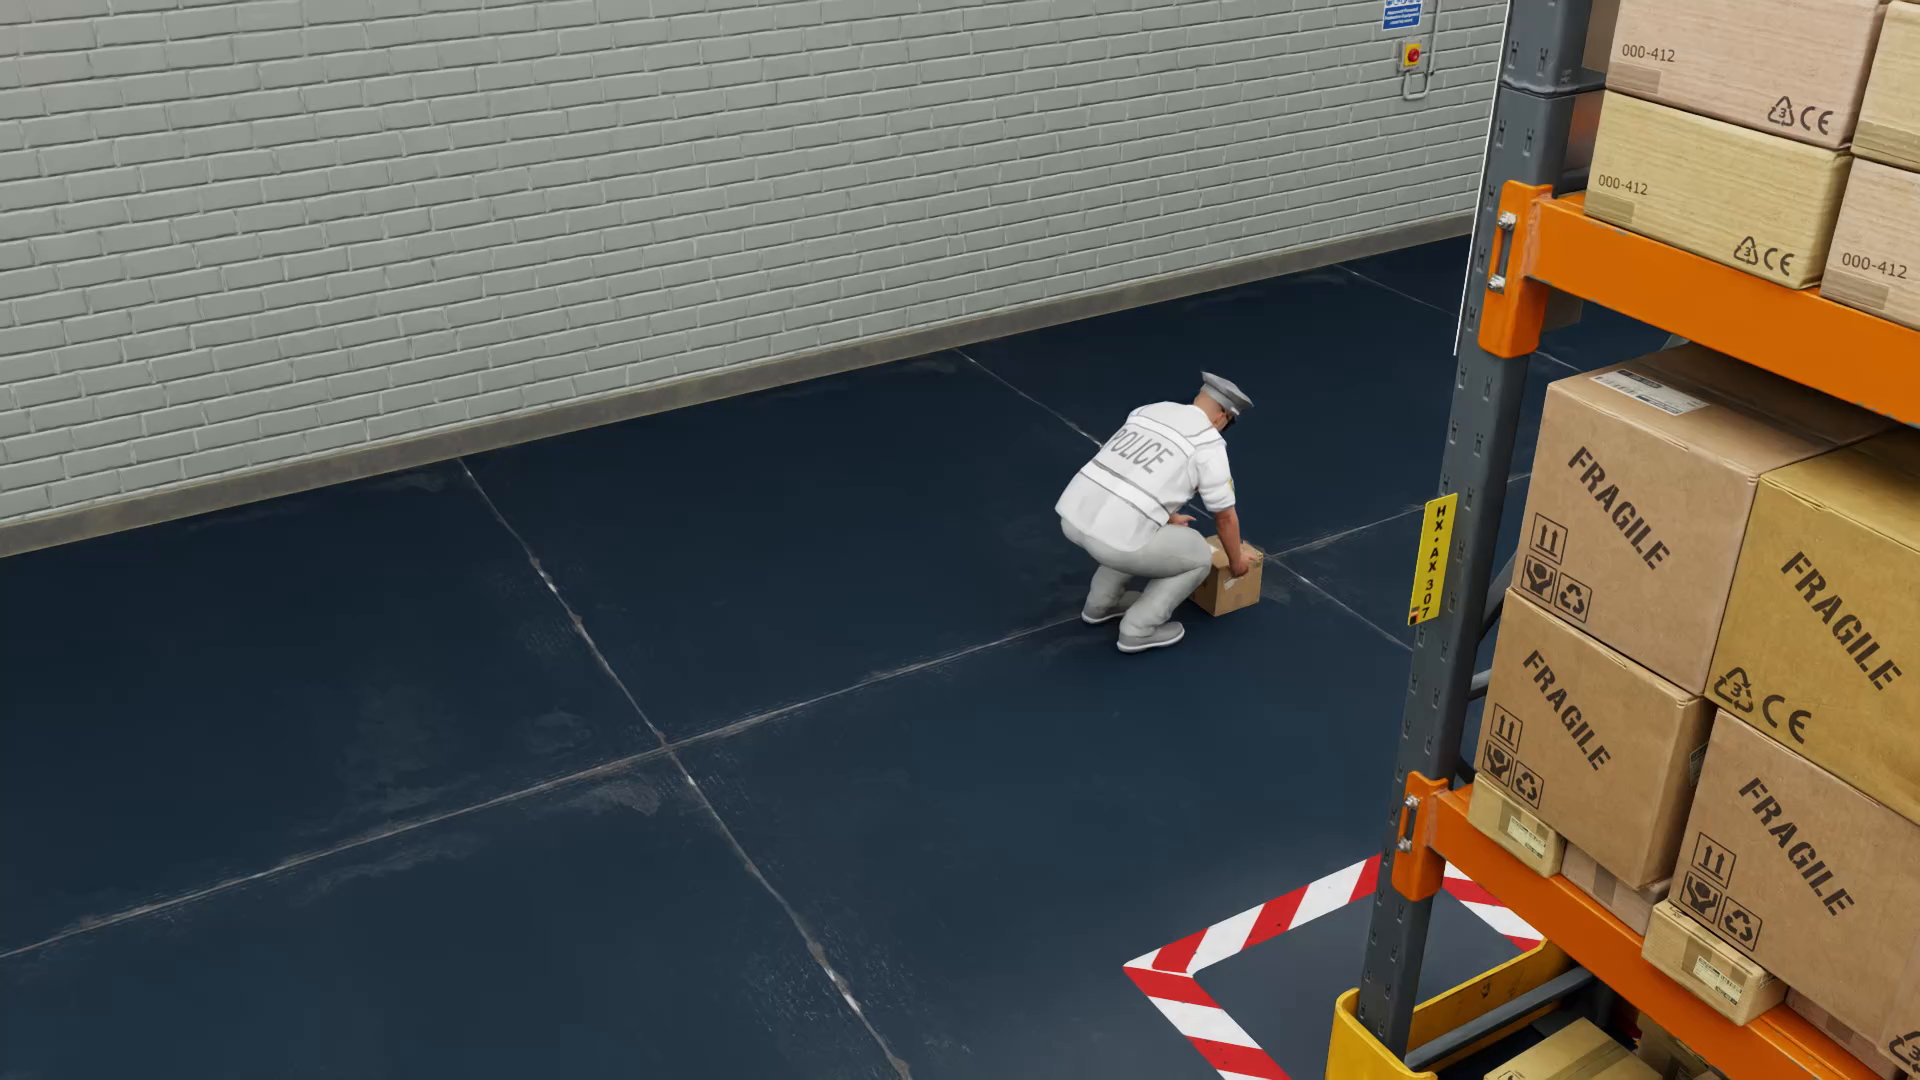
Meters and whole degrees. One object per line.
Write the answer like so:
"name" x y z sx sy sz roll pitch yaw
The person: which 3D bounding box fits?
"person" 0.835 -0.131 7.063 0.931 1.075 0.573 -16 33 -26
